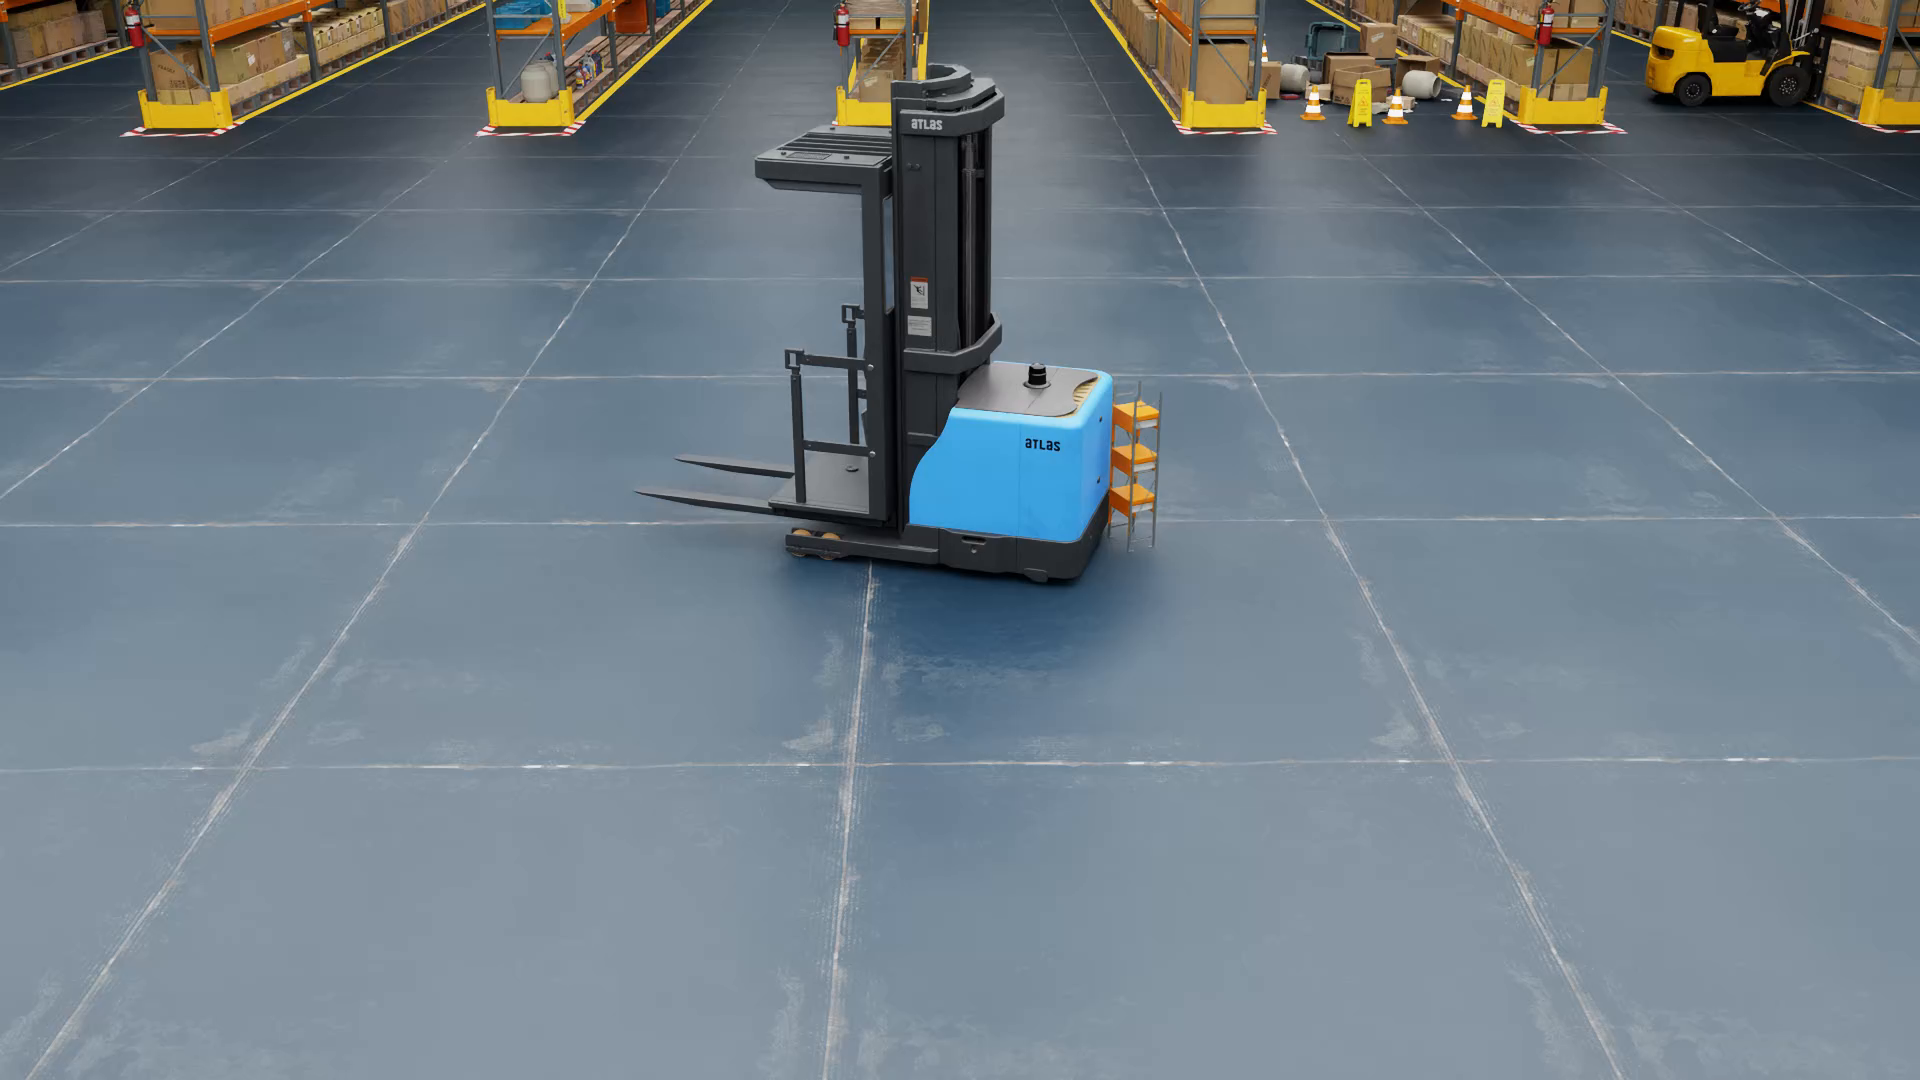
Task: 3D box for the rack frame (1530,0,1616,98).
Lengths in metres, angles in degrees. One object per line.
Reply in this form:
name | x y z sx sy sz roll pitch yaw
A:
rack frame | 8.728 -7.420 23.516 1.000 3.000 0.127 0 24 -1

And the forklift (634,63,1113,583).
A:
forklift | -0.599 -1.409 10.308 3.031 2.935 1.130 7 25 15

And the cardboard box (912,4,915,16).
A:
cardboard box | -0.865 -7.998 25.099 0.380 0.149 0.250 0 24 -1

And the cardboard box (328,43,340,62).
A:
cardboard box | -10.891 -8.297 28.283 0.500 0.250 0.500 0 24 1

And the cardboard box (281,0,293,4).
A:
cardboard box | -11.119 -8.844 26.542 0.700 0.500 0.500 -1 24 -2

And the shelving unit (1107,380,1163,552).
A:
shelving unit | 1.102 -0.464 10.501 0.215 1.050 0.252 -12 27 -24

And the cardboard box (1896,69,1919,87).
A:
cardboard box | 13.894 -6.805 24.376 0.500 0.250 0.500 0 24 0

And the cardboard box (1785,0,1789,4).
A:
cardboard box | 13.414 -8.739 26.311 0.500 0.500 0.500 0 24 0

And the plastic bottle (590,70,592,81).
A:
plastic bottle | -5.850 -7.335 26.190 0.097 0.201 0.097 0 24 0

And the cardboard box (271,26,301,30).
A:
cardboard box | -11.433 -8.555 28.172 0.500 0.311 0.500 0 24 1

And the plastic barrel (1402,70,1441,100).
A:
plastic barrel | 7.192 -7.091 25.914 0.512 0.421 0.421 19 30 35

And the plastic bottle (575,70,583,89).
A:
plastic bottle | -5.842 -7.059 25.495 0.097 0.271 0.097 0 24 0

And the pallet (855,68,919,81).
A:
pallet | -1.182 -7.477 27.025 1.003 0.211 1.213 0 24 -1

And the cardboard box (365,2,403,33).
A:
cardboard box | -10.893 -9.879 31.453 0.500 0.500 0.500 1 24 2

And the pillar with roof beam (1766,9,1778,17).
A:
pillar with roof beam | 10.215 -12.921 28.400 9.100 9.000 0.400 0 24 -1

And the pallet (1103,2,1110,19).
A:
pallet | 3.606 -11.307 35.494 1.003 0.211 1.213 0 24 -1

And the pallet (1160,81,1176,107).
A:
pallet | 3.682 -6.916 25.786 1.003 0.211 1.213 0 24 -1

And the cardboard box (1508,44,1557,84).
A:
cardboard box | 8.459 -7.029 24.569 0.500 0.500 0.500 0 24 0

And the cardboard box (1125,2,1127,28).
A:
cardboard box | 3.424 -9.975 31.689 0.500 0.500 0.500 0 24 -1

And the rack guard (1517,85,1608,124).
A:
rack guard | 8.728 -6.312 24.101 1.175 0.500 0.348 0 24 -1

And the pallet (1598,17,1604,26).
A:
pallet | 13.607 -10.783 34.336 1.003 0.211 1.213 0 24 -1

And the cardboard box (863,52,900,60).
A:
cardboard box | -1.200 -7.190 25.530 0.500 0.500 0.500 2 24 4

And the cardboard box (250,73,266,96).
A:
cardboard box | -10.884 -6.905 25.205 0.500 0.250 0.500 0 24 -1

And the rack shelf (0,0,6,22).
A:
rack shelf | -16.062 -7.805 25.240 1.077 0.370 4.000 0 24 -1

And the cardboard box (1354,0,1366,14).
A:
cardboard box | 8.684 -11.333 34.237 0.875 0.875 0.875 0 24 1

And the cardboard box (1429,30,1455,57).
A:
cardboard box | 8.665 -8.575 28.748 0.950 0.372 0.625 1 24 3

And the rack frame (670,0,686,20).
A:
rack frame | -6.265 -12.298 34.302 1.000 3.000 0.127 0 24 -1

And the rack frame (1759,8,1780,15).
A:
rack frame | 13.648 -9.092 27.213 1.000 3.000 0.127 0 24 -1

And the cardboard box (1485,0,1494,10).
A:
cardboard box | 8.372 -8.295 25.757 0.380 0.149 0.250 0 24 0

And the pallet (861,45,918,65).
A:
pallet | -1.251 -8.578 29.460 1.003 0.211 1.213 0 24 -1

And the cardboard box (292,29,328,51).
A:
cardboard box | -10.886 -8.346 27.711 0.500 0.311 0.500 0 24 0

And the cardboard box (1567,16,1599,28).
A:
cardboard box | 8.932 -7.447 23.880 0.380 0.149 0.250 0 24 0

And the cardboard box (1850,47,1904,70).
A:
cardboard box | 13.375 -7.026 24.259 0.500 0.250 0.500 1 24 1

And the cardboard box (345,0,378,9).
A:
cardboard box | -11.419 -10.075 31.886 0.500 0.500 0.500 1 24 2

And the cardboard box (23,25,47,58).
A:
cardboard box | -16.164 -8.534 28.480 0.700 0.500 0.500 -1 24 -2

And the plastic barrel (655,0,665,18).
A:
plastic barrel | -6.268 -11.017 33.506 0.600 0.901 0.708 0 24 -1

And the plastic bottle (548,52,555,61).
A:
plastic bottle | -6.583 -7.661 26.729 0.144 0.351 0.185 0 24 1

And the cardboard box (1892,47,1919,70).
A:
cardboard box | 13.876 -7.037 24.283 0.500 0.250 0.500 -1 24 -1

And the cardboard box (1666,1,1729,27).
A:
cardboard box | 13.598 -9.593 30.692 0.875 0.625 0.625 1 24 1

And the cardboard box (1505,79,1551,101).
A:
cardboard box | 8.450 -6.700 24.752 0.500 0.250 0.500 0 24 -1

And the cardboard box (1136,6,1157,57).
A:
cardboard box | 3.633 -8.824 28.840 1.050 0.750 0.750 0 24 -1

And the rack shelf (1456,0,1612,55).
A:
rack shelf | 8.707 -7.916 25.487 1.077 0.370 4.000 0 24 -1

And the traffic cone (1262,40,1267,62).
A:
traffic cone | 5.231 -8.408 28.779 0.336 0.463 0.334 0 24 -1

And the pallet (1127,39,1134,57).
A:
pallet | 3.626 -9.057 30.519 1.003 0.211 1.213 0 24 -1

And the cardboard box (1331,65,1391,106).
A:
cardboard box | 6.178 -6.995 25.606 0.797 0.503 0.637 -19 31 -36

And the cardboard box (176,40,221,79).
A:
cardboard box | -11.416 -7.244 25.045 0.500 0.500 0.500 0 24 -1

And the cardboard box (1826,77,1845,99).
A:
cardboard box | 13.375 -6.780 24.927 0.500 0.250 0.500 0 24 -1

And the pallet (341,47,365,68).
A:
pallet | -11.194 -8.518 29.327 1.003 0.211 1.213 0 24 -1

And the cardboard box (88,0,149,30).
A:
cardboard box | -16.004 -10.121 31.586 0.750 0.750 0.750 -1 24 -1

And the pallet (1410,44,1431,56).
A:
pallet | 8.659 -8.623 29.559 1.003 0.211 1.213 0 24 -1

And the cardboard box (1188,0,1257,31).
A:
cardboard box | 3.730 -7.577 23.682 0.875 0.550 0.550 0 24 -1

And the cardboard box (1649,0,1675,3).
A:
cardboard box | 13.346 -10.291 31.600 0.380 0.149 0.250 -1 24 -3

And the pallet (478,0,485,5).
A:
pallet | -11.251 -12.295 37.679 1.003 0.211 1.213 0 24 -1

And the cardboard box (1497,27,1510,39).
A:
cardboard box | 8.387 -7.688 25.238 0.380 0.149 0.250 1 24 2

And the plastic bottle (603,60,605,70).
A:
plastic bottle | -5.862 -7.779 27.171 0.097 0.201 0.097 0 24 0

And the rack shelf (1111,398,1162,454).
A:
rack shelf | 1.102 -0.713 10.389 0.215 0.259 0.240 -12 27 -24
